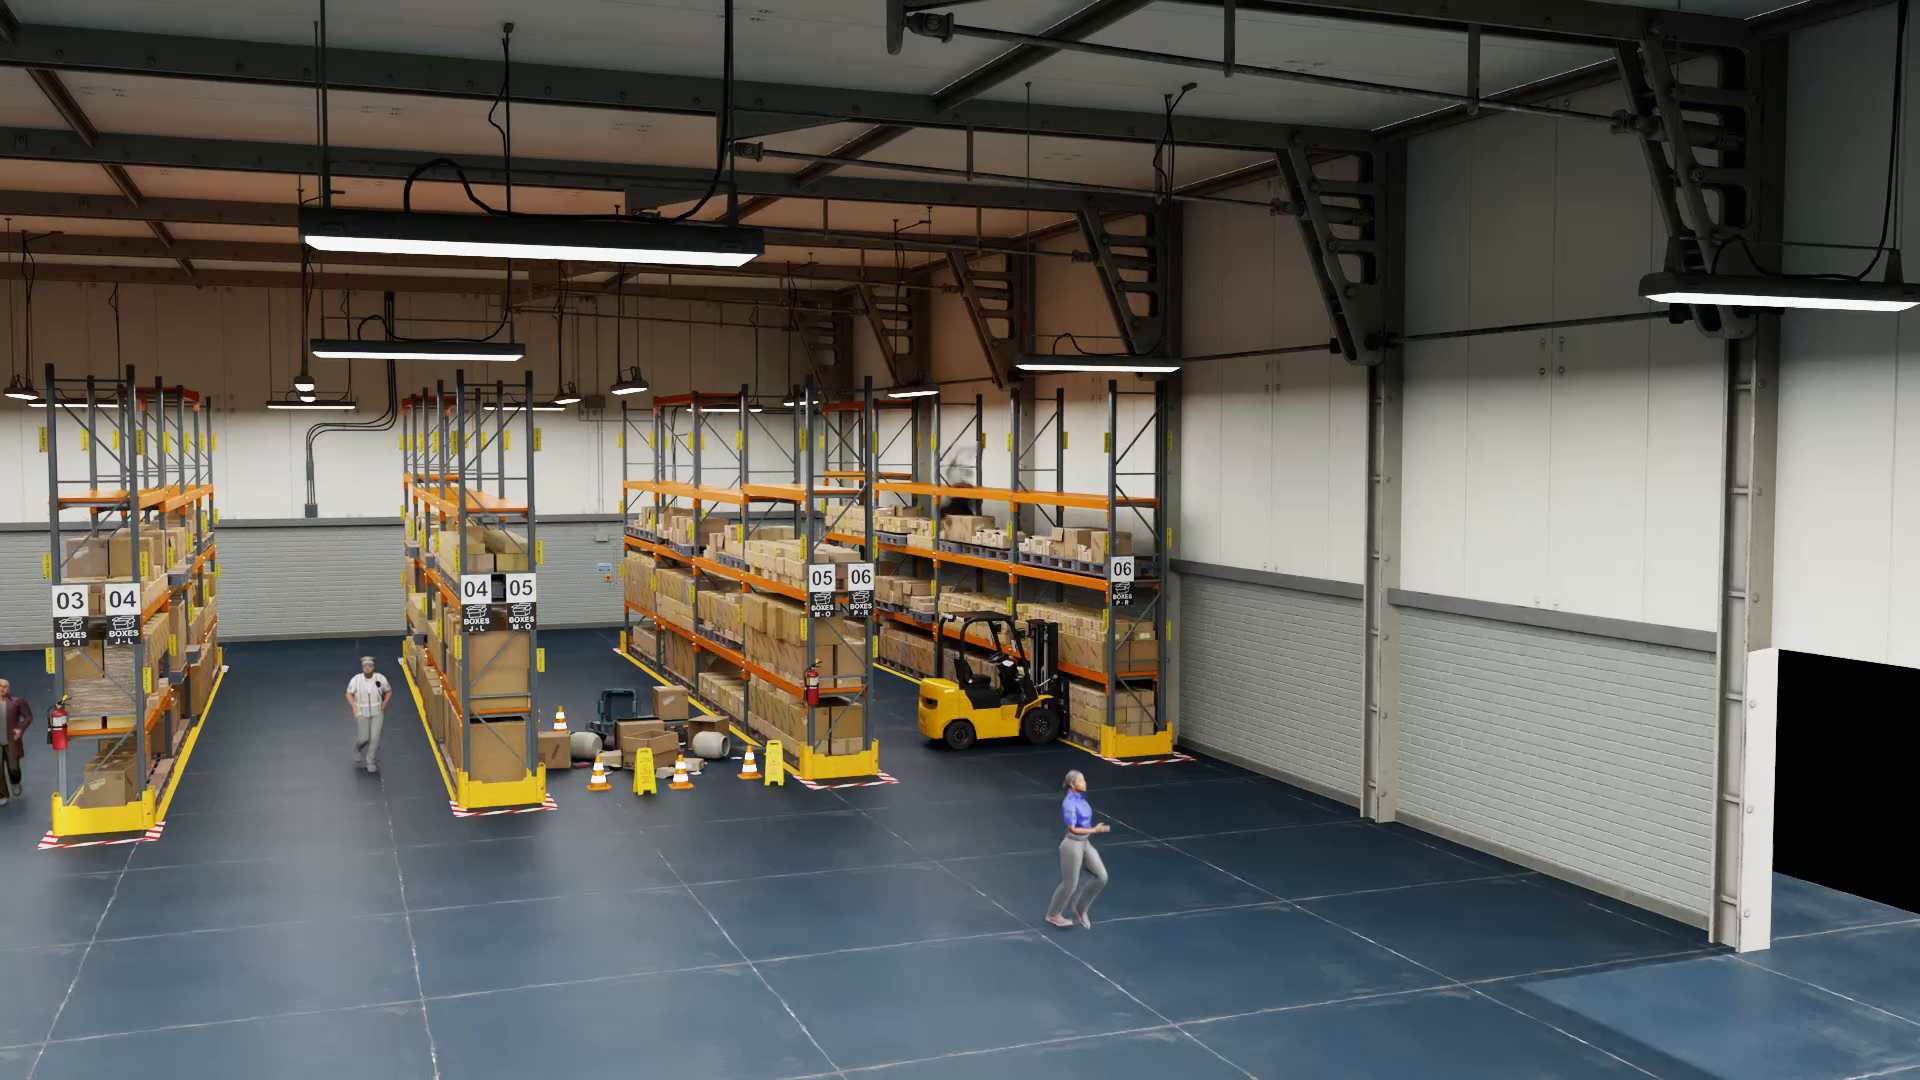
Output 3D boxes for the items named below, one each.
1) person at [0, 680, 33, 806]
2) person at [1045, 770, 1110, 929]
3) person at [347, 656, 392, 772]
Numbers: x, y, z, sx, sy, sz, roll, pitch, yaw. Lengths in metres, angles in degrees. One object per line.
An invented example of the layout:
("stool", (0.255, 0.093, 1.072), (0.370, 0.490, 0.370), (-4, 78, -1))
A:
("person", (-13.229, 2.790, 23.005), (0.708, 1.725, 0.669), (-1, 4, -23))
("person", (1.221, 3.182, 17.059), (0.688, 1.664, 0.544), (2, 4, 26))
("person", (-9.039, 2.647, 25.489), (0.653, 1.758, 0.647), (-1, 4, -24))
